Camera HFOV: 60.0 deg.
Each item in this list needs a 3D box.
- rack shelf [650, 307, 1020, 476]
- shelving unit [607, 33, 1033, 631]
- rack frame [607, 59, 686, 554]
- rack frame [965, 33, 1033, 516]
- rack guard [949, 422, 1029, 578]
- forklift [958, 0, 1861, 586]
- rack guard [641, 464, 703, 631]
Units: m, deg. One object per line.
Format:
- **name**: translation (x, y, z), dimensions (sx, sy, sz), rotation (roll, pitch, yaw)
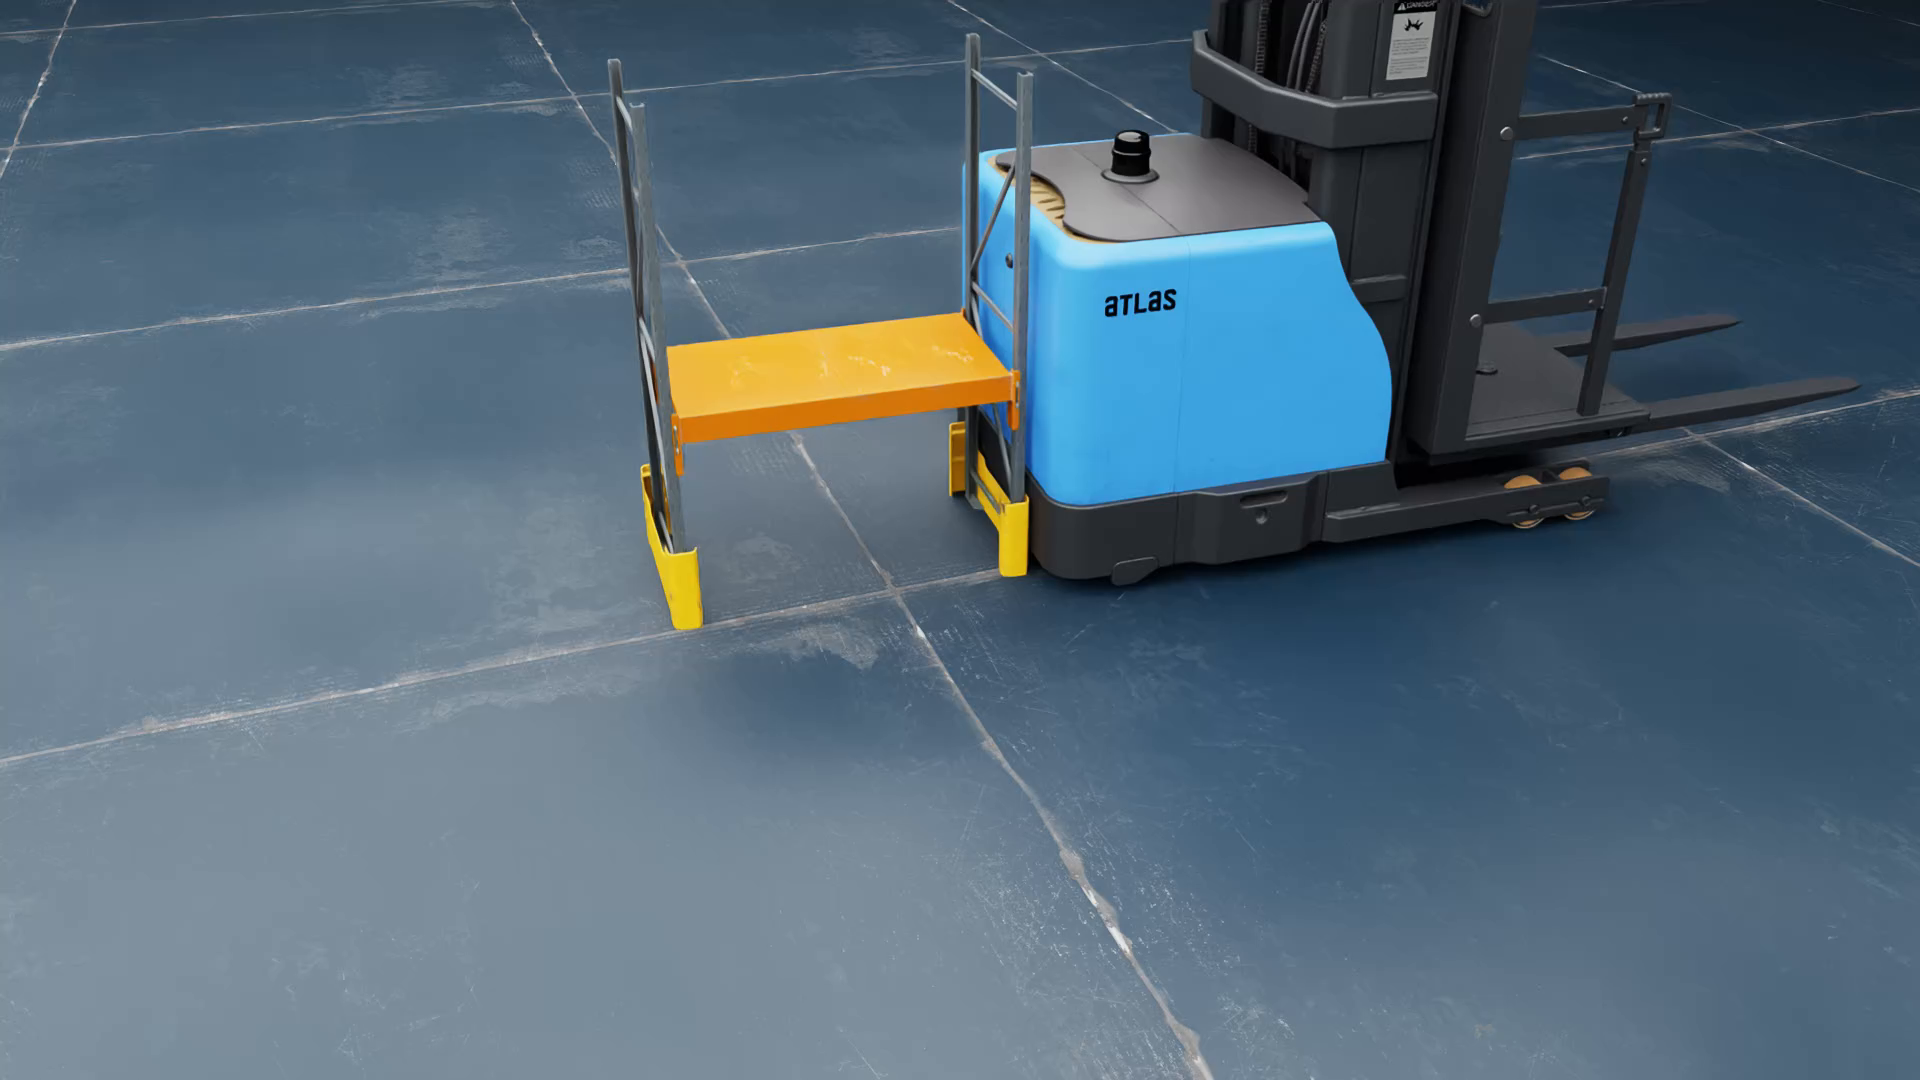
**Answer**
- **rack shelf**: translation (-0.381, -0.451, 4.890), dimensions (1.000, 0.185, 0.538), rotation (-9, 31, -15)
- **shelving unit**: translation (-0.390, -0.606, 4.798), dimensions (1.083, 1.500, 0.587), rotation (-9, 31, -15)
- **rack frame**: translation (-0.867, -0.533, 4.670), dimensions (0.032, 1.500, 0.500), rotation (-9, 31, -15)
- **rack frame**: translation (0.104, -0.682, 4.932), dimensions (0.032, 1.500, 0.500), rotation (-9, 31, -15)
- **rack guard**: translation (0.086, -0.136, 5.236), dimensions (0.087, 0.250, 0.587), rotation (-9, 31, -15)
- **forklift**: translation (1.568, -1.550, 5.010), dimensions (3.031, 2.935, 1.130), rotation (-9, 31, -15)
- **rack guard**: translation (-0.865, 0.010, 4.979), dimensions (0.087, 0.250, 0.587), rotation (-9, 31, -15)
